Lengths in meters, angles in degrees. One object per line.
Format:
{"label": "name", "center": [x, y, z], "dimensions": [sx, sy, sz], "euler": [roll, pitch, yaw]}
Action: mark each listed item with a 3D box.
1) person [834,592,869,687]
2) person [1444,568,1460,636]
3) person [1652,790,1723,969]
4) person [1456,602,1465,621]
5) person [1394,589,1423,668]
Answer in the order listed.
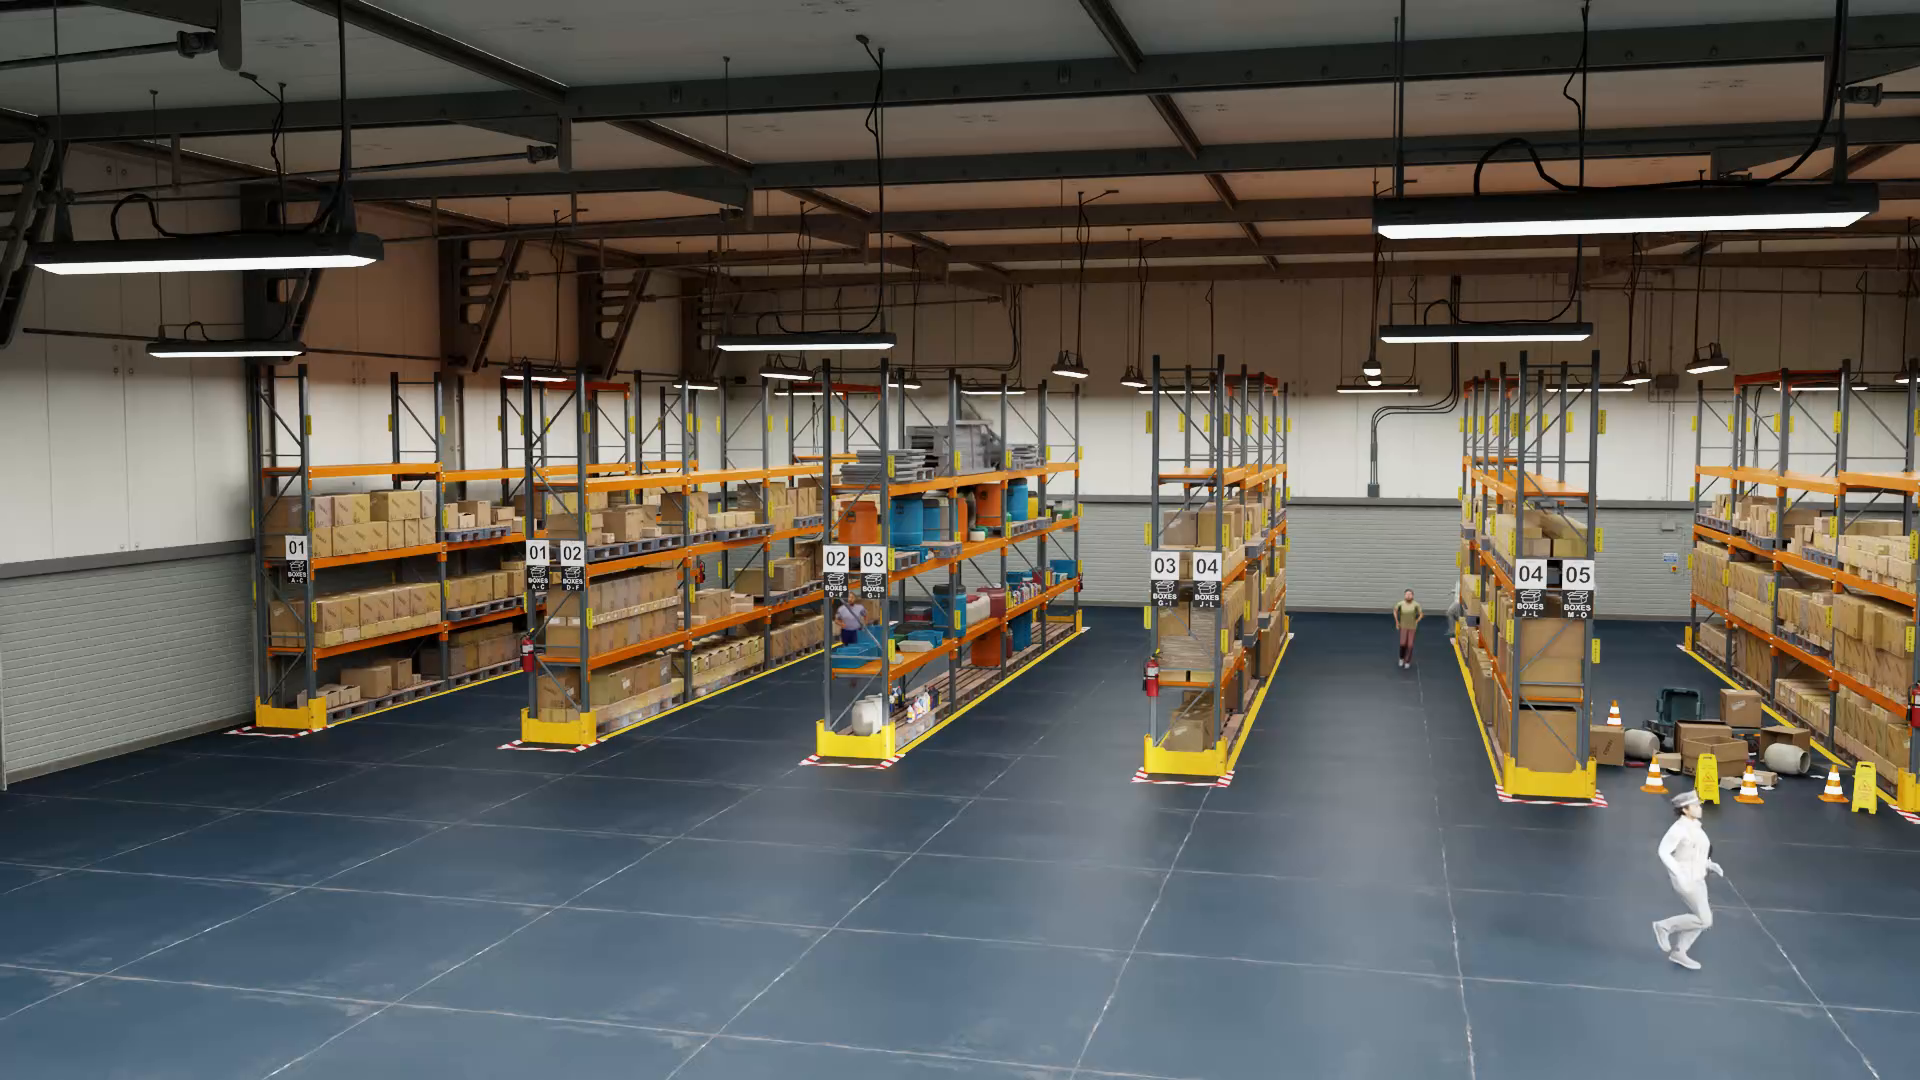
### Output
{"label": "person", "center": [-2.001, 1.788, 30.470], "dimensions": [0.598, 1.687, 0.785], "euler": [0, 4, 6]}
{"label": "person", "center": [11.858, 1.454, 39.418], "dimensions": [0.785, 1.721, 0.806], "euler": [2, 5, 30]}
{"label": "person", "center": [6.744, 3.127, 15.364], "dimensions": [0.527, 1.661, 0.621], "euler": [4, 5, 42]}
{"label": "person", "center": [12.009, 1.480, 39.291], "dimensions": [0.527, 1.640, 0.656], "euler": [0, 4, -2]}
{"label": "person", "center": [9.216, 1.830, 34.173], "dimensions": [0.587, 1.624, 0.550], "euler": [1, 4, 12]}
